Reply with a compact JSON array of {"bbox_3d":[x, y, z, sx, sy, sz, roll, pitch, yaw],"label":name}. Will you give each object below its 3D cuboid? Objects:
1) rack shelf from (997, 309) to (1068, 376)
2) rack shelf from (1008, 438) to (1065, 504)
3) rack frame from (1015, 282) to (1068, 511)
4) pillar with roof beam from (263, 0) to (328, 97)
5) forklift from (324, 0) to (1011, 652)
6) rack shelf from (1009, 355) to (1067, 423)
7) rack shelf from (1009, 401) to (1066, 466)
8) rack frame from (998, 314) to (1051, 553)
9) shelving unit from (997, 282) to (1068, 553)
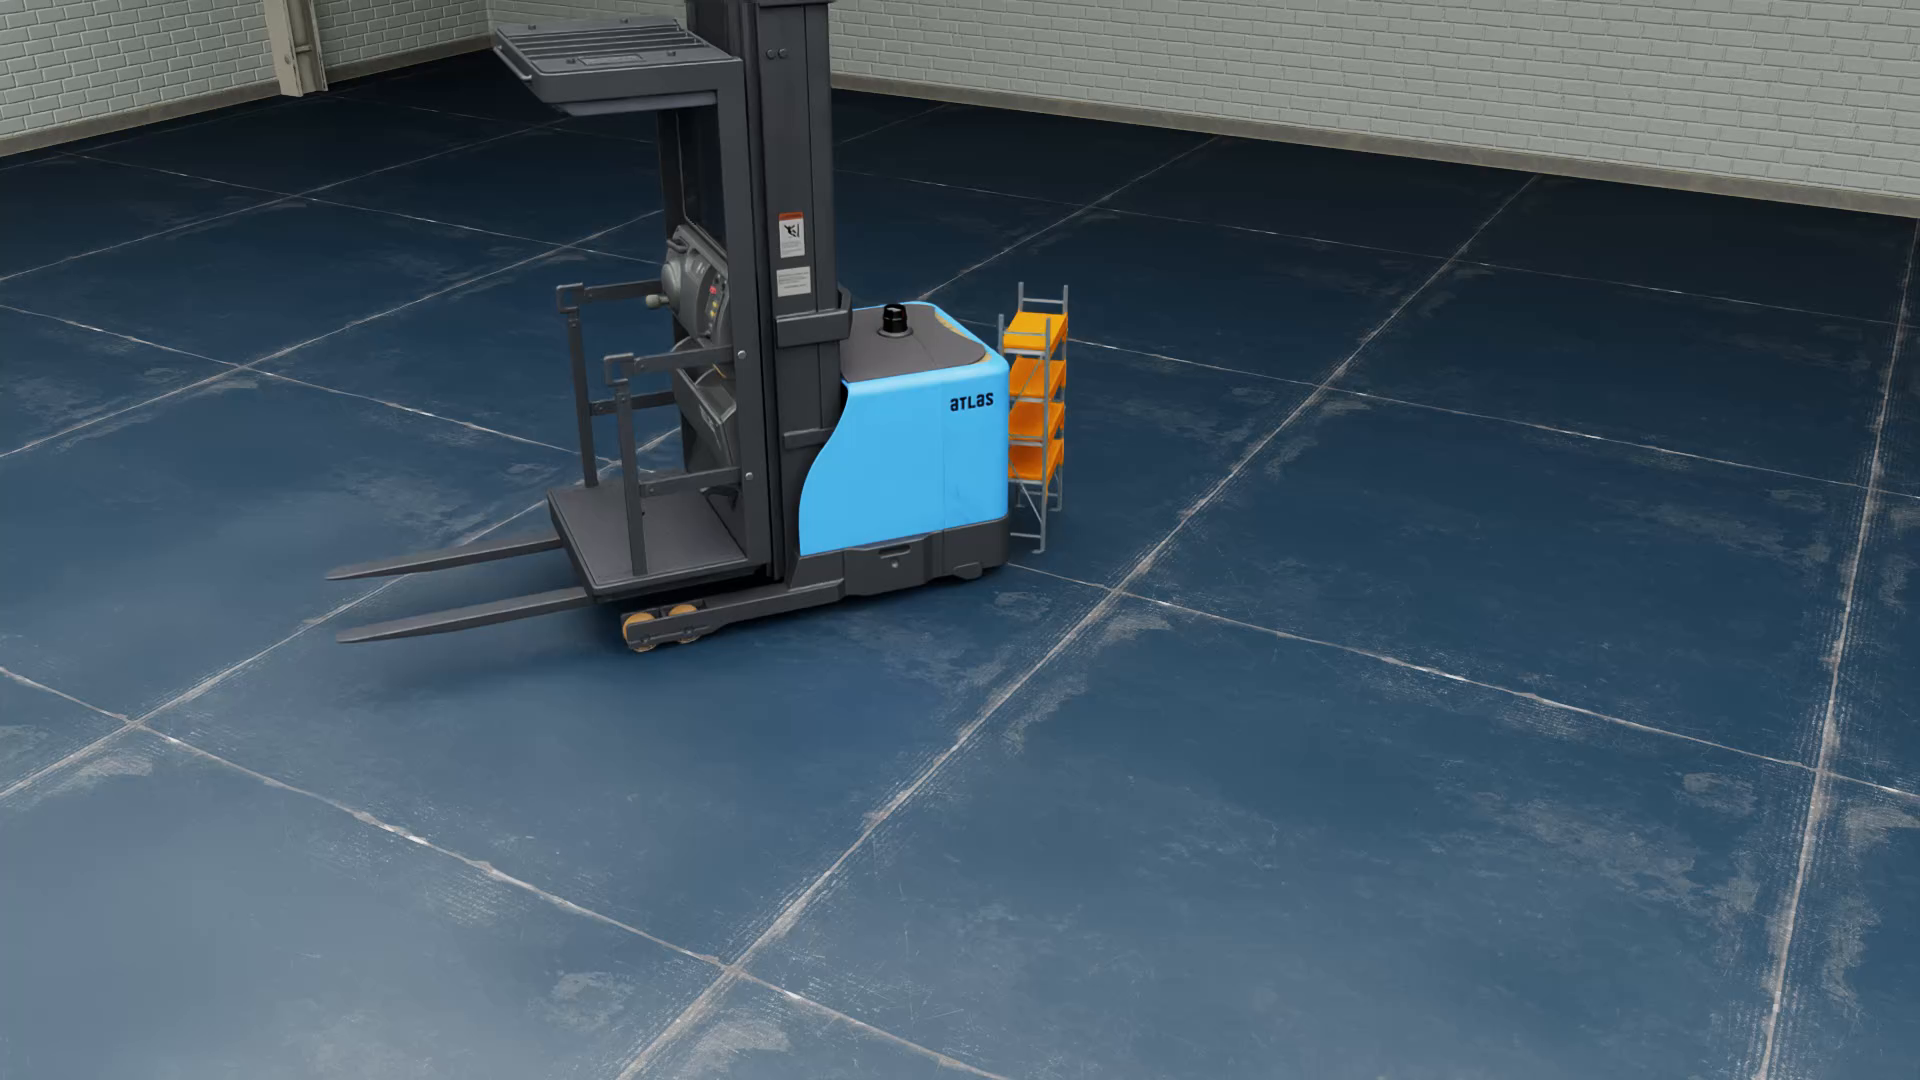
[{"bbox_3d":[0.350,-0.946,7.922,0.258,0.148,0.480,6,27,11],"label":"rack shelf"},{"bbox_3d":[0.350,-0.357,8.216,0.258,0.148,0.480,6,27,11],"label":"rack shelf"},{"bbox_3d":[0.403,-0.701,8.310,0.240,1.200,0.015,6,27,11],"label":"rack frame"},{"bbox_3d":[-3.299,-7.890,13.958,9.100,9.000,0.400,14,30,26],"label":"pillar with roof beam"},{"bbox_3d":[-1.327,-1.091,7.156,3.031,2.935,1.130,-11,29,-21],"label":"forklift"},{"bbox_3d":[0.350,-0.734,8.027,0.258,0.148,0.480,6,27,11],"label":"rack shelf"},{"bbox_3d":[0.350,-0.534,8.128,0.258,0.148,0.480,6,27,11],"label":"rack shelf"},{"bbox_3d":[0.296,-0.488,7.884,0.240,1.200,0.015,6,27,11],"label":"rack frame"},{"bbox_3d":[0.350,-0.595,8.097,0.258,1.200,0.503,6,27,11],"label":"shelving unit"}]
